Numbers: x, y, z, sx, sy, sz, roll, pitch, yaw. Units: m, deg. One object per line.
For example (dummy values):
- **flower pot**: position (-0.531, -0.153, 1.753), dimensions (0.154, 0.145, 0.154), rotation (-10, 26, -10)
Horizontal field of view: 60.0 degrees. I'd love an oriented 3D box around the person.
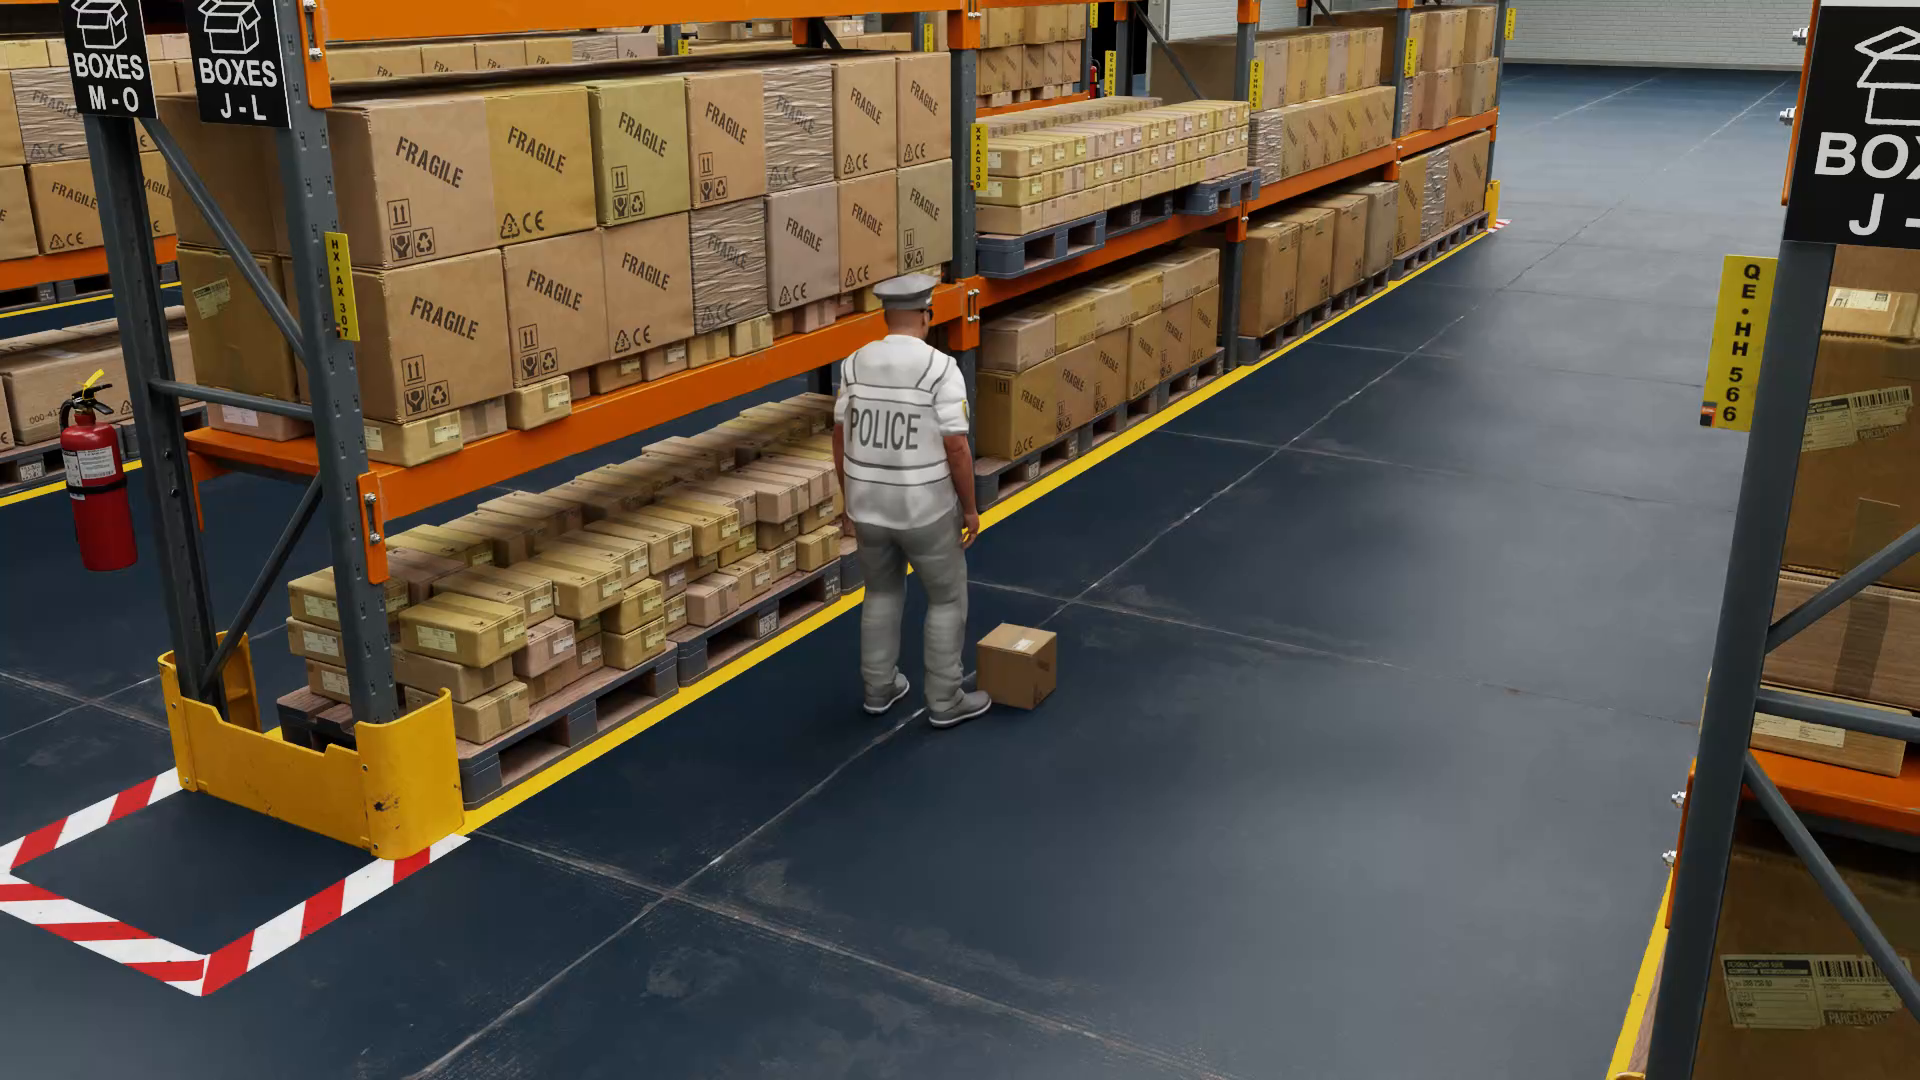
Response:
- **person**: position (-0.208, -0.132, 6.435), dimensions (0.595, 1.746, 0.440), rotation (9, 21, 24)
